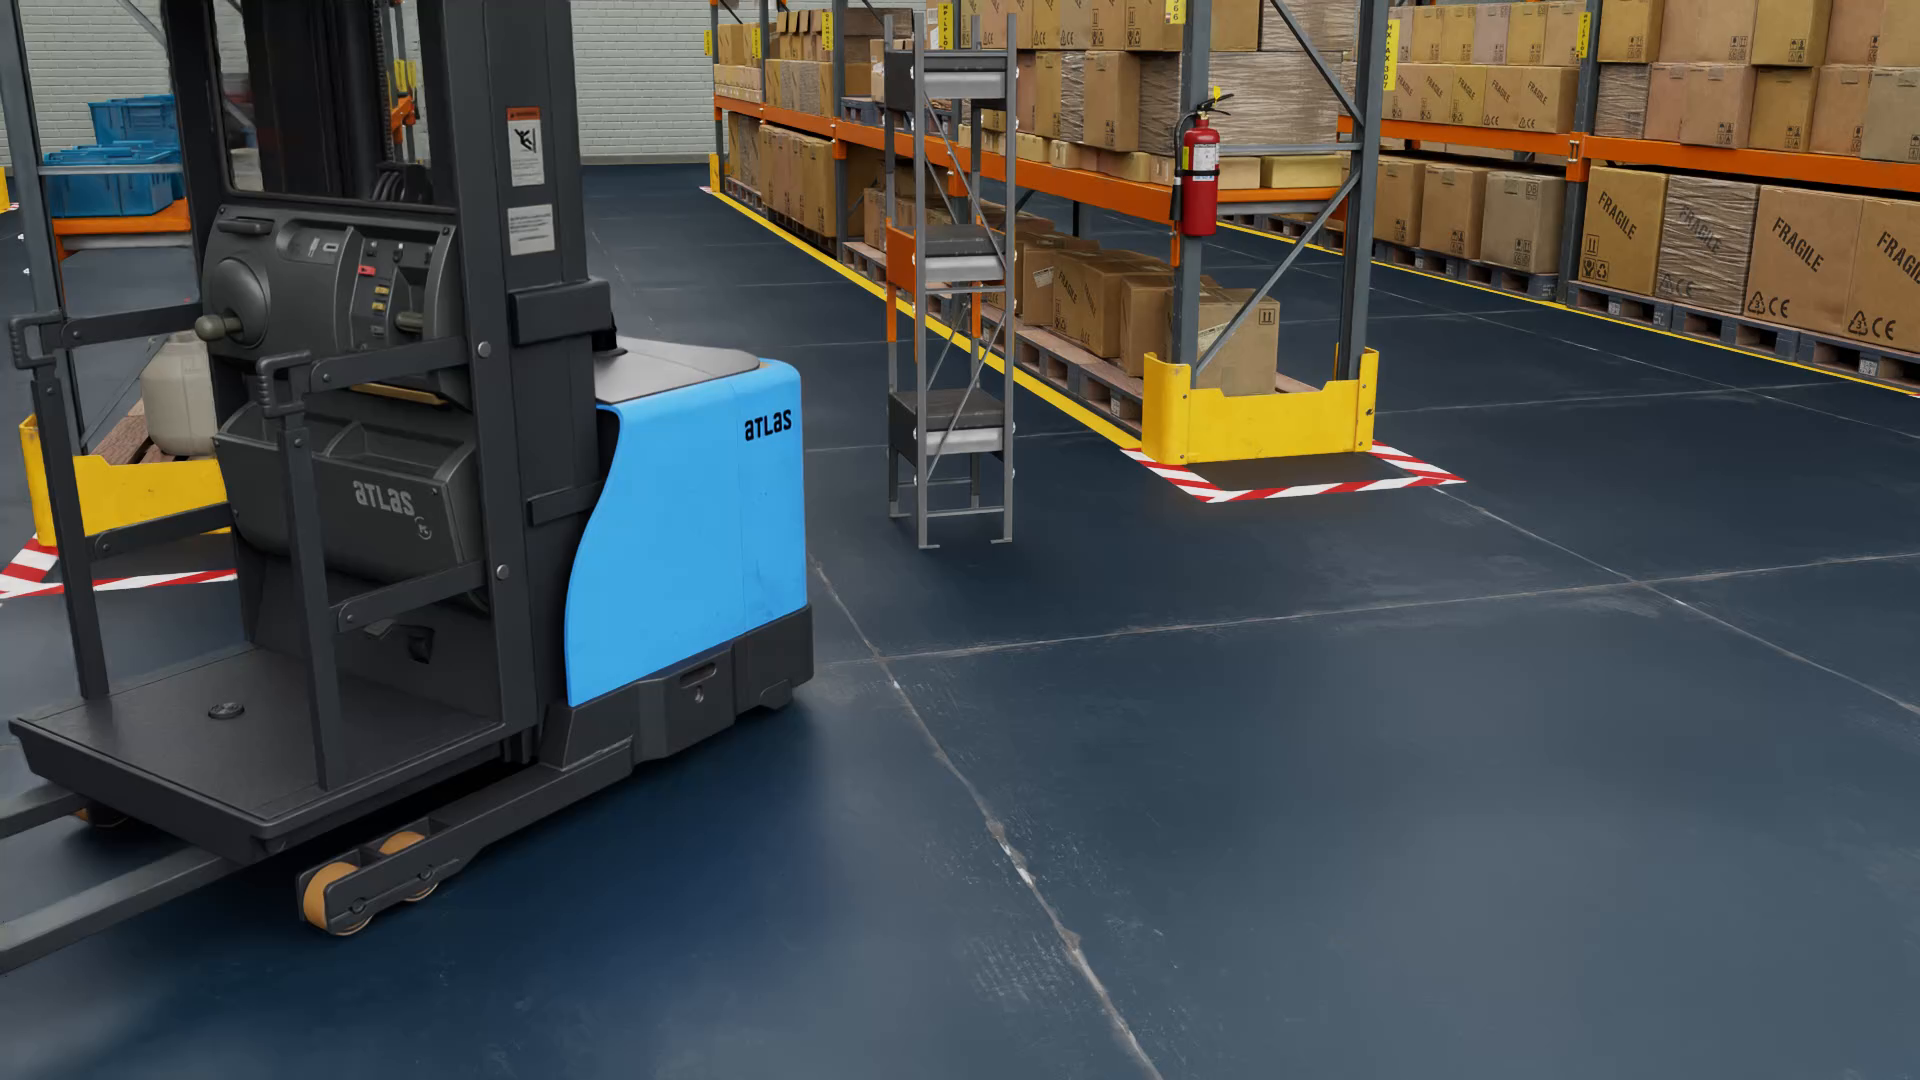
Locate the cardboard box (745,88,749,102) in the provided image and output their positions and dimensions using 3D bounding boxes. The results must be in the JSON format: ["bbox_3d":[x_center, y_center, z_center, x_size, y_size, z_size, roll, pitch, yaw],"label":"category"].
[{"bbox_3d":[-2.374,-5.344,19.966,0.380,0.149,0.250,-4,17,-14],"label":"cardboard box"}]

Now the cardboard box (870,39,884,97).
[{"bbox_3d":[-0.477,-4.189,14.780,0.500,0.500,0.500,-7,18,-22],"label":"cardboard box"}]

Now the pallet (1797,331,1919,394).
[{"bbox_3d":[6.036,-1.117,10.304,1.003,0.211,1.213,-5,17,-15],"label":"pallet"}]

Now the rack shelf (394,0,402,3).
[{"bbox_3d":[-7.075,-6.446,19.235,1.077,0.370,4.000,-5,17,-15],"label":"rack shelf"}]

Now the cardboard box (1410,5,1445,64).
[{"bbox_3d":[4.530,-4.571,15.043,0.700,0.500,0.500,-5,17,-16],"label":"cardboard box"}]

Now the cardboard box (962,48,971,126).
[{"bbox_3d":[0.499,-3.041,11.171,0.875,0.500,0.500,-5,17,-15],"label":"cardboard box"}]

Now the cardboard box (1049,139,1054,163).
[{"bbox_3d":[0.742,-2.297,9.821,0.380,0.149,0.250,-5,17,-15],"label":"cardboard box"}]

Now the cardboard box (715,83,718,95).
[{"bbox_3d":[-3.082,-6.055,22.331,0.380,0.149,0.250,-4,17,-15],"label":"cardboard box"}]

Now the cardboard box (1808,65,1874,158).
[{"bbox_3d":[5.980,-2.724,10.545,0.875,0.550,0.550,-5,17,-15],"label":"cardboard box"}]

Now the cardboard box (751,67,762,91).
[{"bbox_3d":[-2.137,-5.365,19.342,0.500,0.250,0.500,-5,17,-16],"label":"cardboard box"}]

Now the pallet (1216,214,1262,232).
[{"bbox_3d":[3.588,-3.668,18.797,1.003,0.211,1.213,-5,17,-15],"label":"pallet"}]

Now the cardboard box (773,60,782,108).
[{"bbox_3d":[-1.738,-4.955,18.059,0.500,0.500,0.500,-5,17,-15],"label":"cardboard box"}]

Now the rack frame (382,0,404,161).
[{"bbox_3d":[-6.526,-4.801,17.722,1.000,3.000,0.127,-5,17,-15],"label":"rack frame"}]

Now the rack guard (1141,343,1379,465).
[{"bbox_3d":[1.514,-0.697,8.405,1.175,0.500,0.348,-5,17,-15],"label":"rack guard"}]

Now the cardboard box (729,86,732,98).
[{"bbox_3d":[-2.727,-5.699,21.148,0.380,0.149,0.250,-5,17,-16],"label":"cardboard box"}]

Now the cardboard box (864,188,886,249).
[{"bbox_3d":[-0.461,-2.916,15.026,0.700,0.500,0.500,-6,18,-18],"label":"cardboard box"}]

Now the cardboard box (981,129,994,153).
[{"bbox_3d":[0.357,-2.639,10.961,0.380,0.149,0.250,-5,17,-15],"label":"cardboard box"}]

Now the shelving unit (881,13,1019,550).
[{"bbox_3d":[-0.045,-1.051,6.802,0.431,2.100,0.503,-5,17,-15],"label":"shelving unit"}]

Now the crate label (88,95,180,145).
[{"bbox_3d":[-3.994,-1.987,8.290,0.502,0.435,0.616,-5,17,-15],"label":"crate label"}]

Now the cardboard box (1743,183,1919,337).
[{"bbox_3d":[5.837,-1.847,10.849,0.875,0.875,0.875,-5,17,-16],"label":"cardboard box"}]

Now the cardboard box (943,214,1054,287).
[{"bbox_3d":[0.287,-2.165,12.526,0.700,0.500,0.500,-6,18,-20],"label":"cardboard box"}]

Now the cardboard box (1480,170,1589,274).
[{"bbox_3d":[4.975,-2.632,13.682,1.050,0.750,0.750,-5,17,-16],"label":"cardboard box"}]

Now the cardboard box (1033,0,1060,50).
[{"bbox_3d":[0.738,-3.091,9.598,0.500,0.500,0.500,-5,17,-15],"label":"cardboard box"}]

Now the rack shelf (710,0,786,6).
[{"bbox_3d":[-2.313,-6.838,20.539,1.077,0.370,4.000,-5,17,-15],"label":"rack shelf"}]

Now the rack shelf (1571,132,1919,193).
[{"bbox_3d":[5.782,-2.446,11.133,1.077,0.370,4.000,-5,17,-15],"label":"rack shelf"}]

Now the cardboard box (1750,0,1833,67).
[{"bbox_3d":[5.733,-3.379,10.850,0.875,0.550,0.500,-5,17,-15],"label":"cardboard box"}]

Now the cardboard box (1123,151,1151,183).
[{"bbox_3d":[1.071,-1.950,8.666,0.380,0.149,0.250,-5,17,-15],"label":"cardboard box"}]

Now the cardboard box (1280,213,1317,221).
[{"bbox_3d":[3.700,-3.616,17.391,0.500,0.500,0.500,-5,17,-16],"label":"cardboard box"}]

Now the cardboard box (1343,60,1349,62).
[{"bbox_3d":[4.116,-4.898,17.234,0.380,0.149,0.250,-4,17,-13],"label":"cardboard box"}]

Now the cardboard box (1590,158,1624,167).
[{"bbox_3d":[8.268,-4.745,20.499,0.875,0.875,0.875,-4,17,-14],"label":"cardboard box"}]

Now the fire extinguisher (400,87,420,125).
[{"bbox_3d":[-7.229,-5.770,21.728,0.296,0.674,0.183,-5,17,-15],"label":"fire extinguisher"}]

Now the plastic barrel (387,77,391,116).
[{"bbox_3d":[-5.008,-3.656,13.671,0.600,0.536,0.708,-5,17,-15],"label":"plastic barrel"}]

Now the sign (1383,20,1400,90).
[{"bbox_3d":[2.056,-2.331,7.993,0.100,0.325,0.005,-5,17,-15],"label":"sign"}]

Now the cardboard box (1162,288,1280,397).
[{"bbox_3d":[1.379,-1.052,8.854,0.500,0.500,0.500,-1,17,-5],"label":"cardboard box"}]

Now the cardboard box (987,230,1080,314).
[{"bbox_3d":[0.507,-1.870,11.579,0.500,0.500,0.500,-5,18,-17],"label":"cardboard box"}]

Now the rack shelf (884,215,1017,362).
[{"bbox_3d":[-0.045,-1.038,6.806,0.431,0.518,0.480,-5,17,-15],"label":"rack shelf"}]

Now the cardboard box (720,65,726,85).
[{"bbox_3d":[-2.841,-6.072,21.697,0.500,0.250,0.500,-5,17,-16],"label":"cardboard box"}]

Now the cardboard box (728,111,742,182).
[{"bbox_3d":[-2.610,-5.312,22.386,0.875,0.875,0.875,-5,17,-15],"label":"cardboard box"}]

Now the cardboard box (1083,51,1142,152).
[{"bbox_3d":[1.157,-2.347,8.860,0.875,0.500,0.500,-5,17,-15],"label":"cardboard box"}]

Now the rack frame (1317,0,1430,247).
[{"bbox_3d":[4.133,-4.451,16.554,1.000,3.000,0.127,-5,17,-15],"label":"rack frame"}]

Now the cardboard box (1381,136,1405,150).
[{"bbox_3d":[6.943,-5.882,25.044,0.875,0.438,0.875,-5,18,-17],"label":"cardboard box"}]

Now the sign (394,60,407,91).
[{"bbox_3d":[-5.996,-4.977,17.825,0.100,0.325,0.005,-5,17,-15],"label":"sign"}]

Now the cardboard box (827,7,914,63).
[{"bbox_3d":[-0.849,-4.818,15.861,0.797,0.503,0.637,-4,17,-13],"label":"cardboard box"}]

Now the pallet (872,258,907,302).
[{"bbox_3d":[-0.119,-2.198,13.902,1.003,0.211,1.213,-5,17,-15],"label":"pallet"}]

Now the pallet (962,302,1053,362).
[{"bbox_3d":[0.654,-1.461,11.450,1.003,0.211,1.213,-5,17,-15],"label":"pallet"}]

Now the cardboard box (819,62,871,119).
[{"bbox_3d":[-1.038,-4.251,15.717,0.500,0.500,0.500,-4,17,-14],"label":"cardboard box"}]

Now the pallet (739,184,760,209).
[{"bbox_3d":[-2.236,-4.412,21.273,1.003,0.211,1.213,-5,17,-15],"label":"pallet"}]

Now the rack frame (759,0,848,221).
[{"bbox_3d":[-1.763,-5.193,19.025,1.000,3.000,0.127,-5,17,-15],"label":"rack frame"}]

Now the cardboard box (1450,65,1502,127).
[{"bbox_3d":[4.554,-3.795,14.197,0.500,0.500,0.500,-5,17,-15],"label":"cardboard box"}]

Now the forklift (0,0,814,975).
[{"bbox_3d":[-1.701,-0.636,3.976,1.130,2.935,3.031,11,20,32],"label":"forklift"}]

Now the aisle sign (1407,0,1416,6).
[{"bbox_3d":[6.944,-8.372,25.091,0.394,0.787,0.004,-5,17,-15],"label":"aisle sign"}]
